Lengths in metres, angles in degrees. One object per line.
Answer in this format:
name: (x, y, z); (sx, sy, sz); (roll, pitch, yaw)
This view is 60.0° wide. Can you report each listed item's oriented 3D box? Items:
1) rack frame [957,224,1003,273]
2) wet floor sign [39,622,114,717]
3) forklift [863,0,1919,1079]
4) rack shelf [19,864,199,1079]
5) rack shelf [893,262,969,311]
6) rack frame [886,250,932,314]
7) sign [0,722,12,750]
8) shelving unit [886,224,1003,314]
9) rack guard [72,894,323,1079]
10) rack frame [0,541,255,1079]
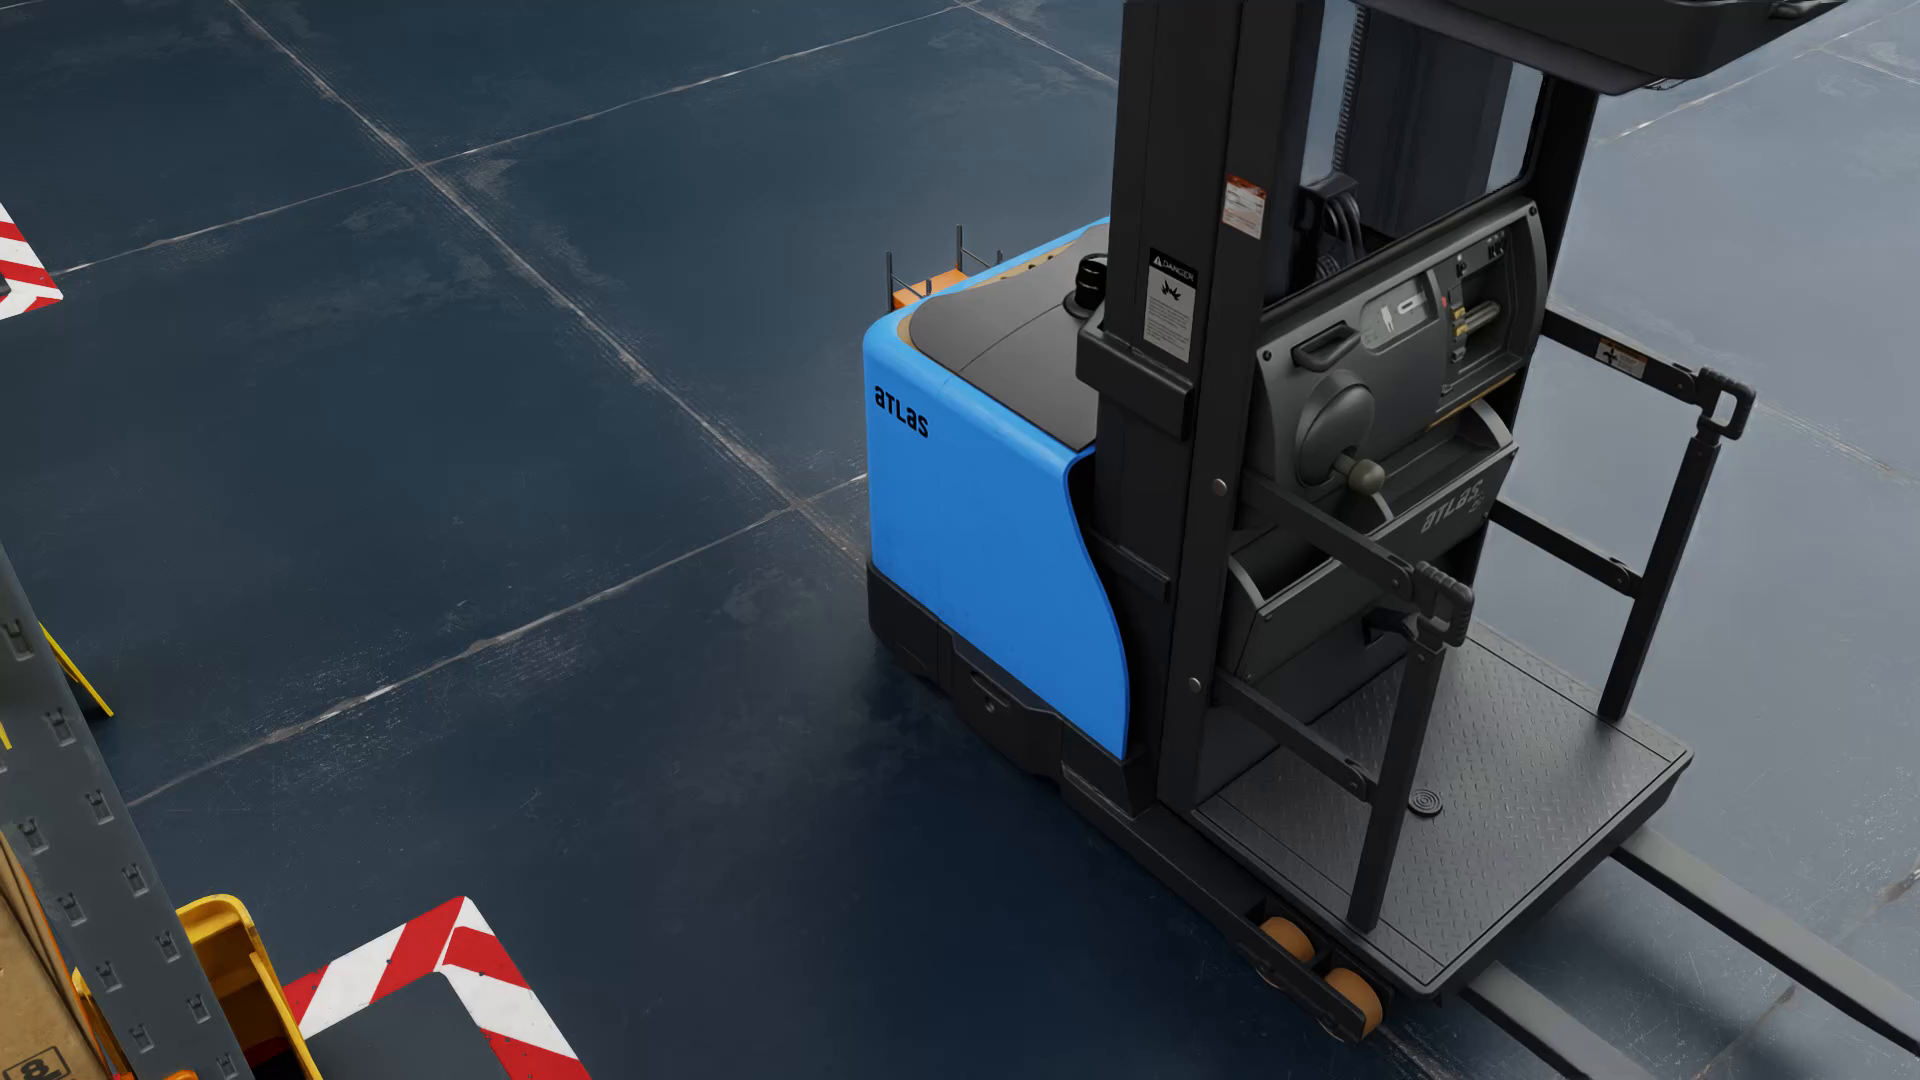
rack frame: (0.054, -0.432, 4.949); (0.008, 1.050, 0.200); (-26, 46, -28)
wet floor sign: (-2.544, 0.237, 4.452); (0.267, 0.644, 0.232); (30, 48, 31)
forklift: (1.080, -0.344, 3.359); (1.130, 2.935, 3.031); (-29, 47, -30)
rack shelf: (-2.946, 1.385, 1.764); (4.000, 0.370, 1.077); (-26, 46, -28)
rack shelf: (-0.042, -0.596, 4.719); (0.240, 0.259, 0.215); (-26, 46, -28)
rack frame: (-0.139, -0.338, 4.834); (0.008, 1.050, 0.200); (-26, 46, -28)
sign: (-1.040, 0.073, 1.696); (0.005, 0.325, 0.100); (-26, 46, -28)
shelving unit: (-0.042, -0.385, 4.892); (0.252, 1.050, 0.215); (-26, 46, -28)
rack guard: (-1.341, 1.291, 3.282); (0.348, 0.500, 1.175); (-26, 46, -28)
rack frame: (-1.360, 0.334, 2.478); (0.127, 3.000, 1.000); (-26, 46, -28)
